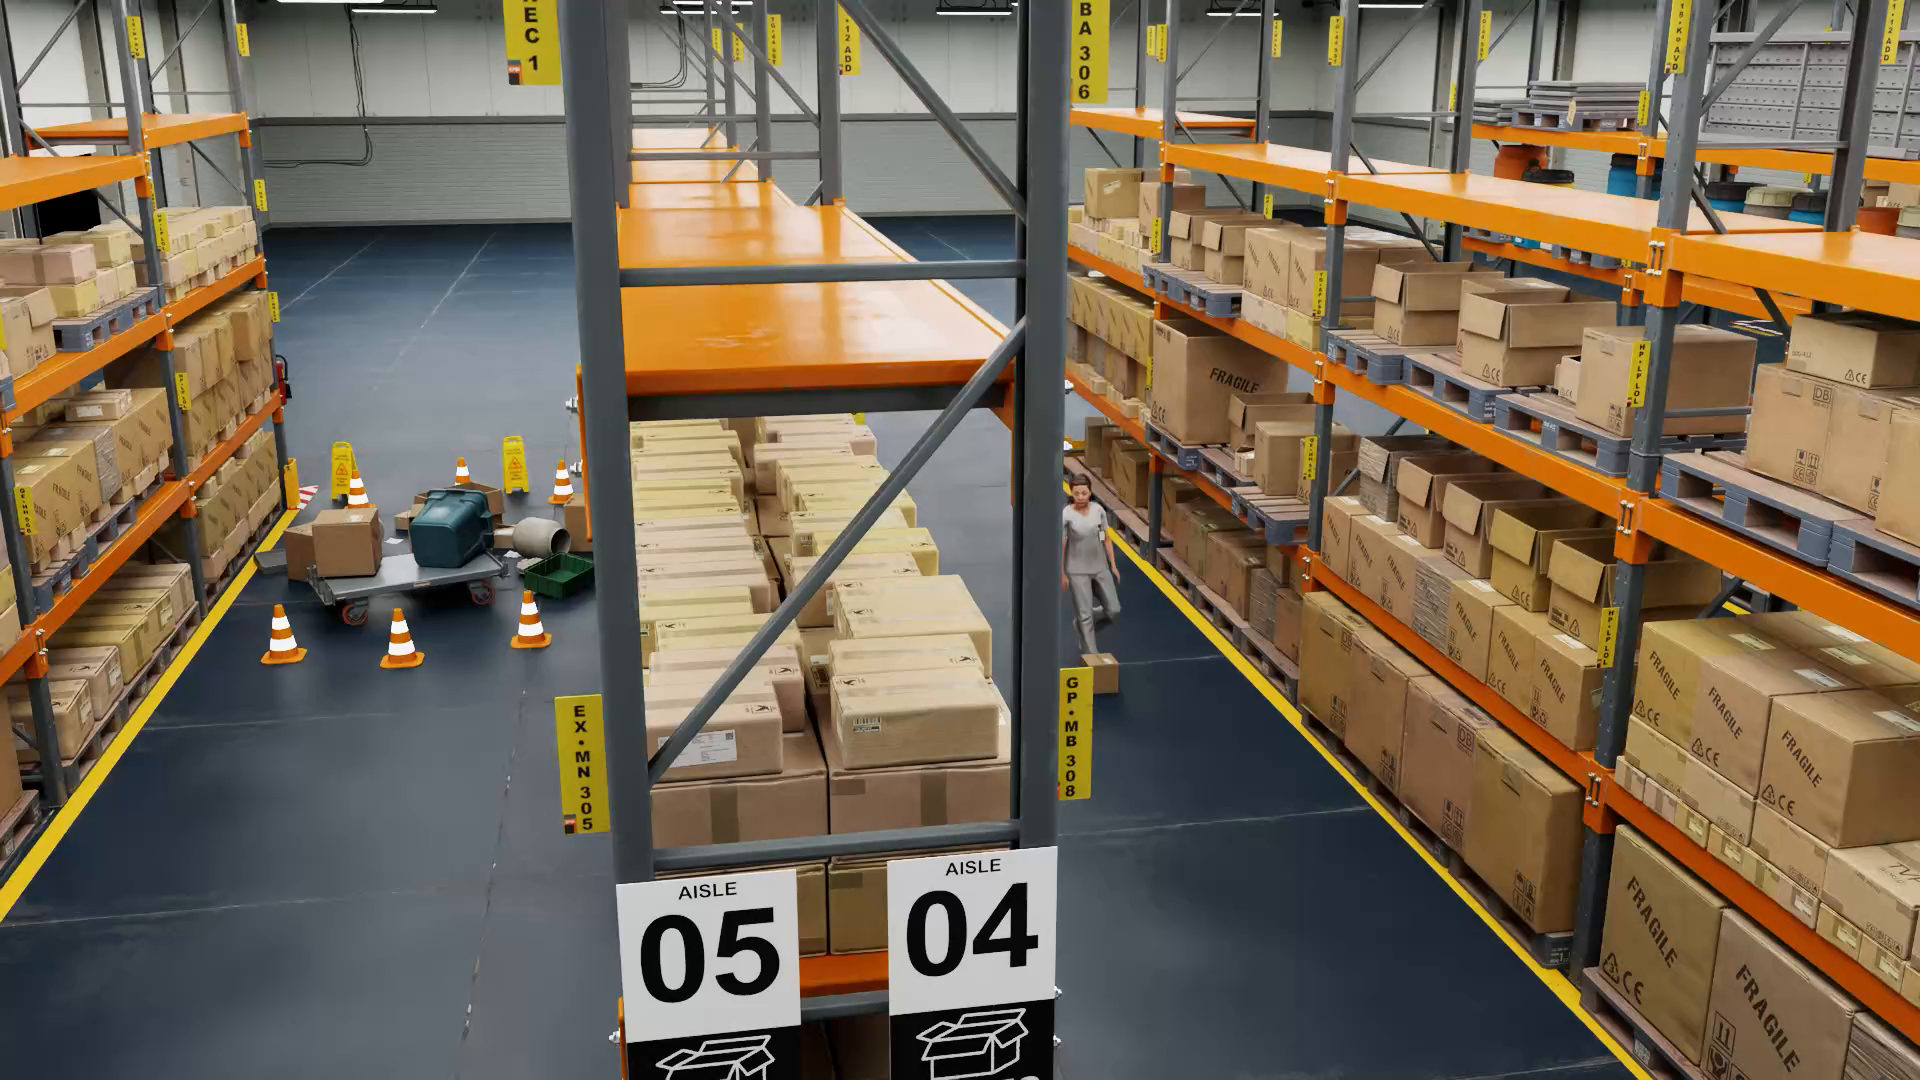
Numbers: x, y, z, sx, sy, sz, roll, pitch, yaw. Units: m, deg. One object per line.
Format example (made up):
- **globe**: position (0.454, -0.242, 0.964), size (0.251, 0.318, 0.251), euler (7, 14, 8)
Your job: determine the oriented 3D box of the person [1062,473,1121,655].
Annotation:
- **person**: position (1.063, 0.277, 13.589), size (0.506, 1.657, 0.692), euler (-6, 17, -20)
